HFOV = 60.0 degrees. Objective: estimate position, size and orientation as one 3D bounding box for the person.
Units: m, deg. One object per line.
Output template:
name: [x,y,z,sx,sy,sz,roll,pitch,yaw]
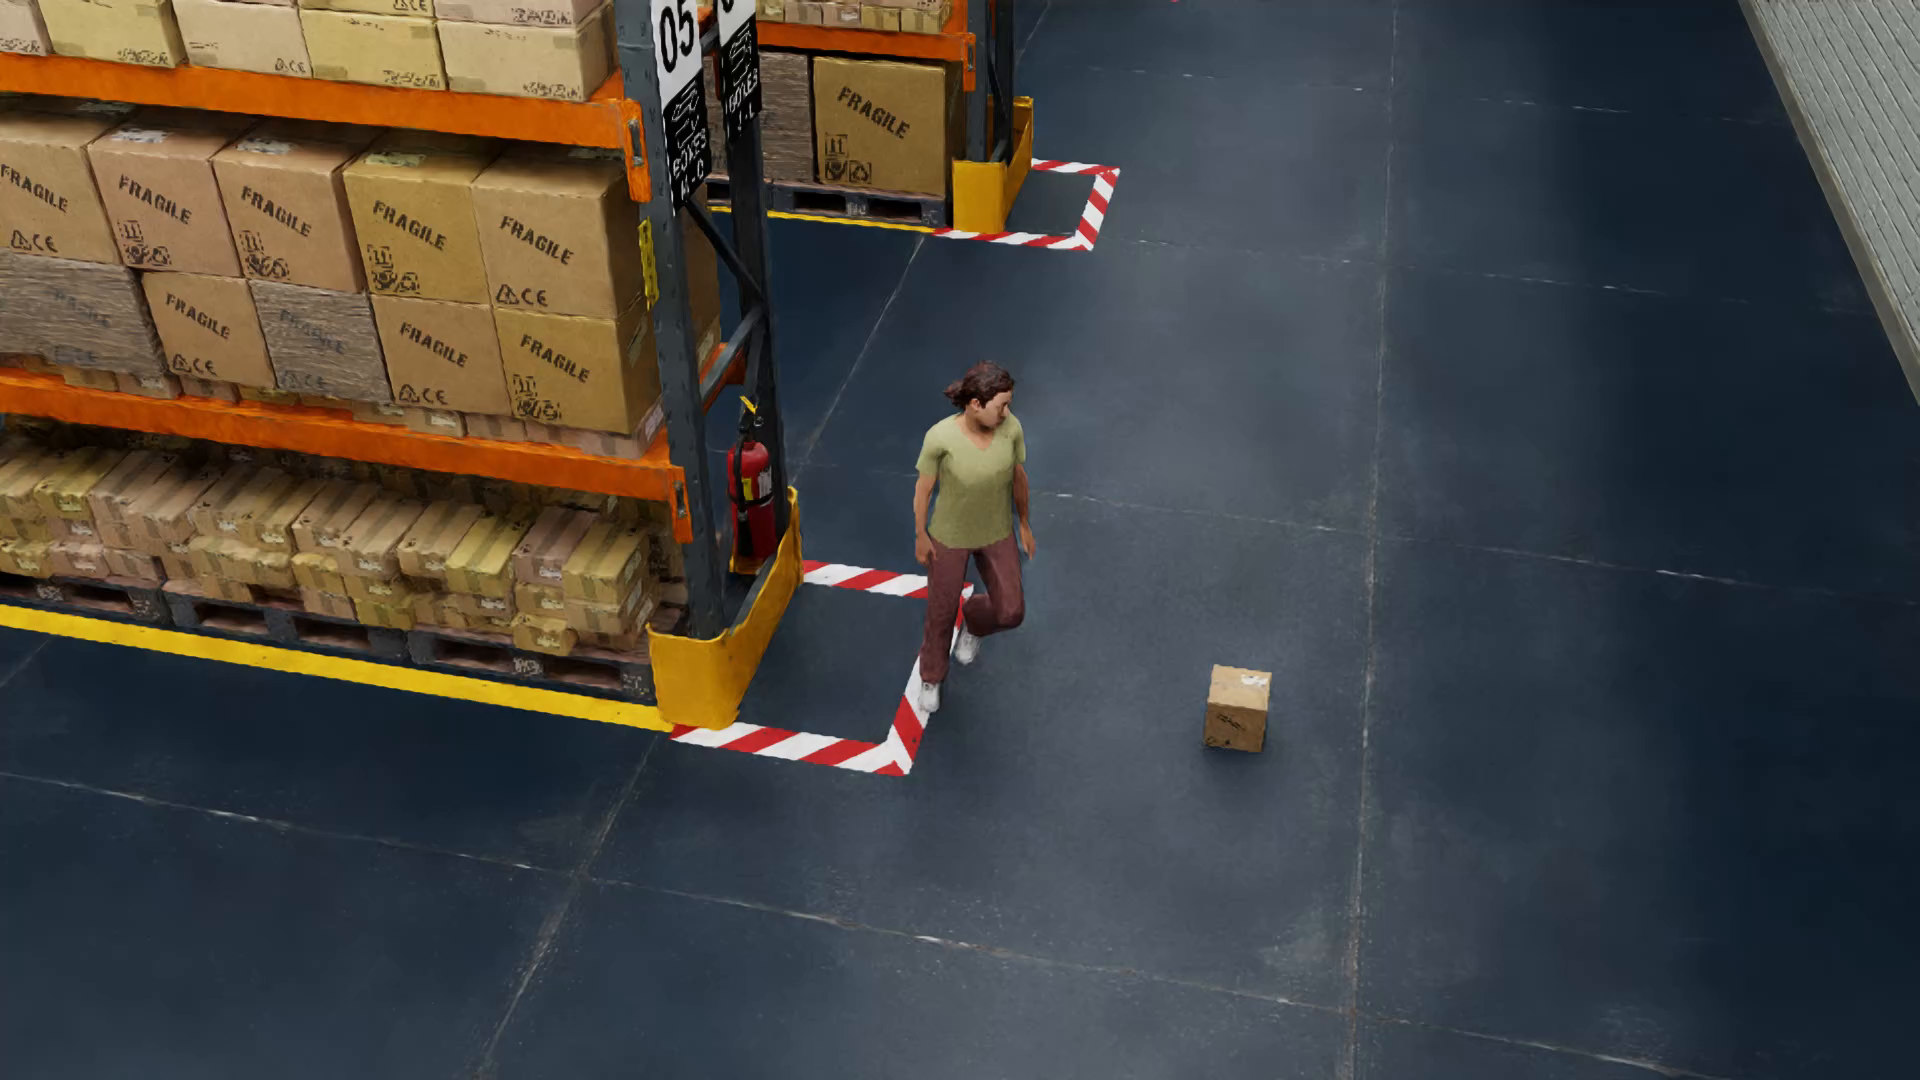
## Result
person: [0.040,-0.045,7.011,0.535,1.660,0.503,-8,37,-11]
